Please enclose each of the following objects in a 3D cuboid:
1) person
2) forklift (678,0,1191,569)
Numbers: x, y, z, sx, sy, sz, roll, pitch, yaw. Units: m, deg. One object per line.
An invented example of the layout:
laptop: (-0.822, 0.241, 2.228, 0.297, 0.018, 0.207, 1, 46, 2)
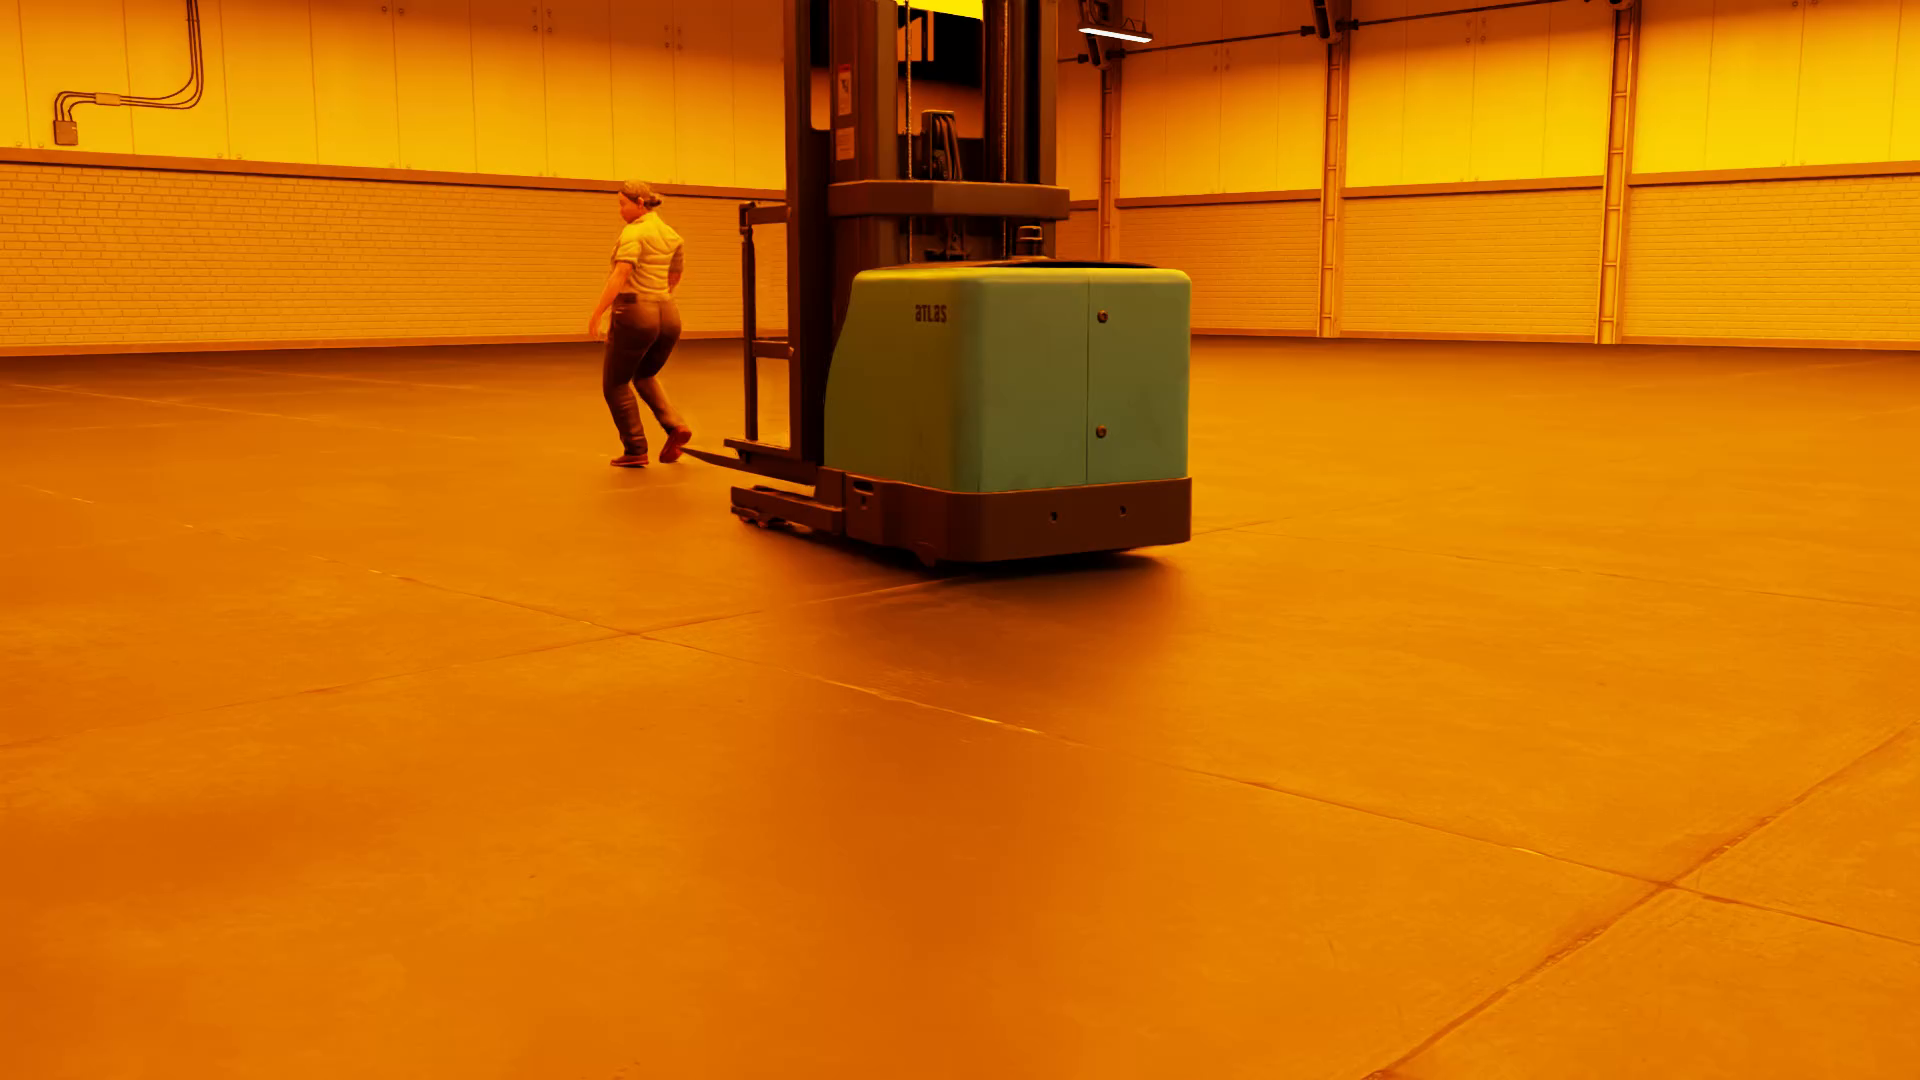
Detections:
person: (-1.851, -1.216, 9.411, 0.453, 1.619, 0.710, 6, 11, 36)
forklift: (-0.335, -1.527, 7.012, 1.130, 2.935, 3.031, -5, 10, -31)
